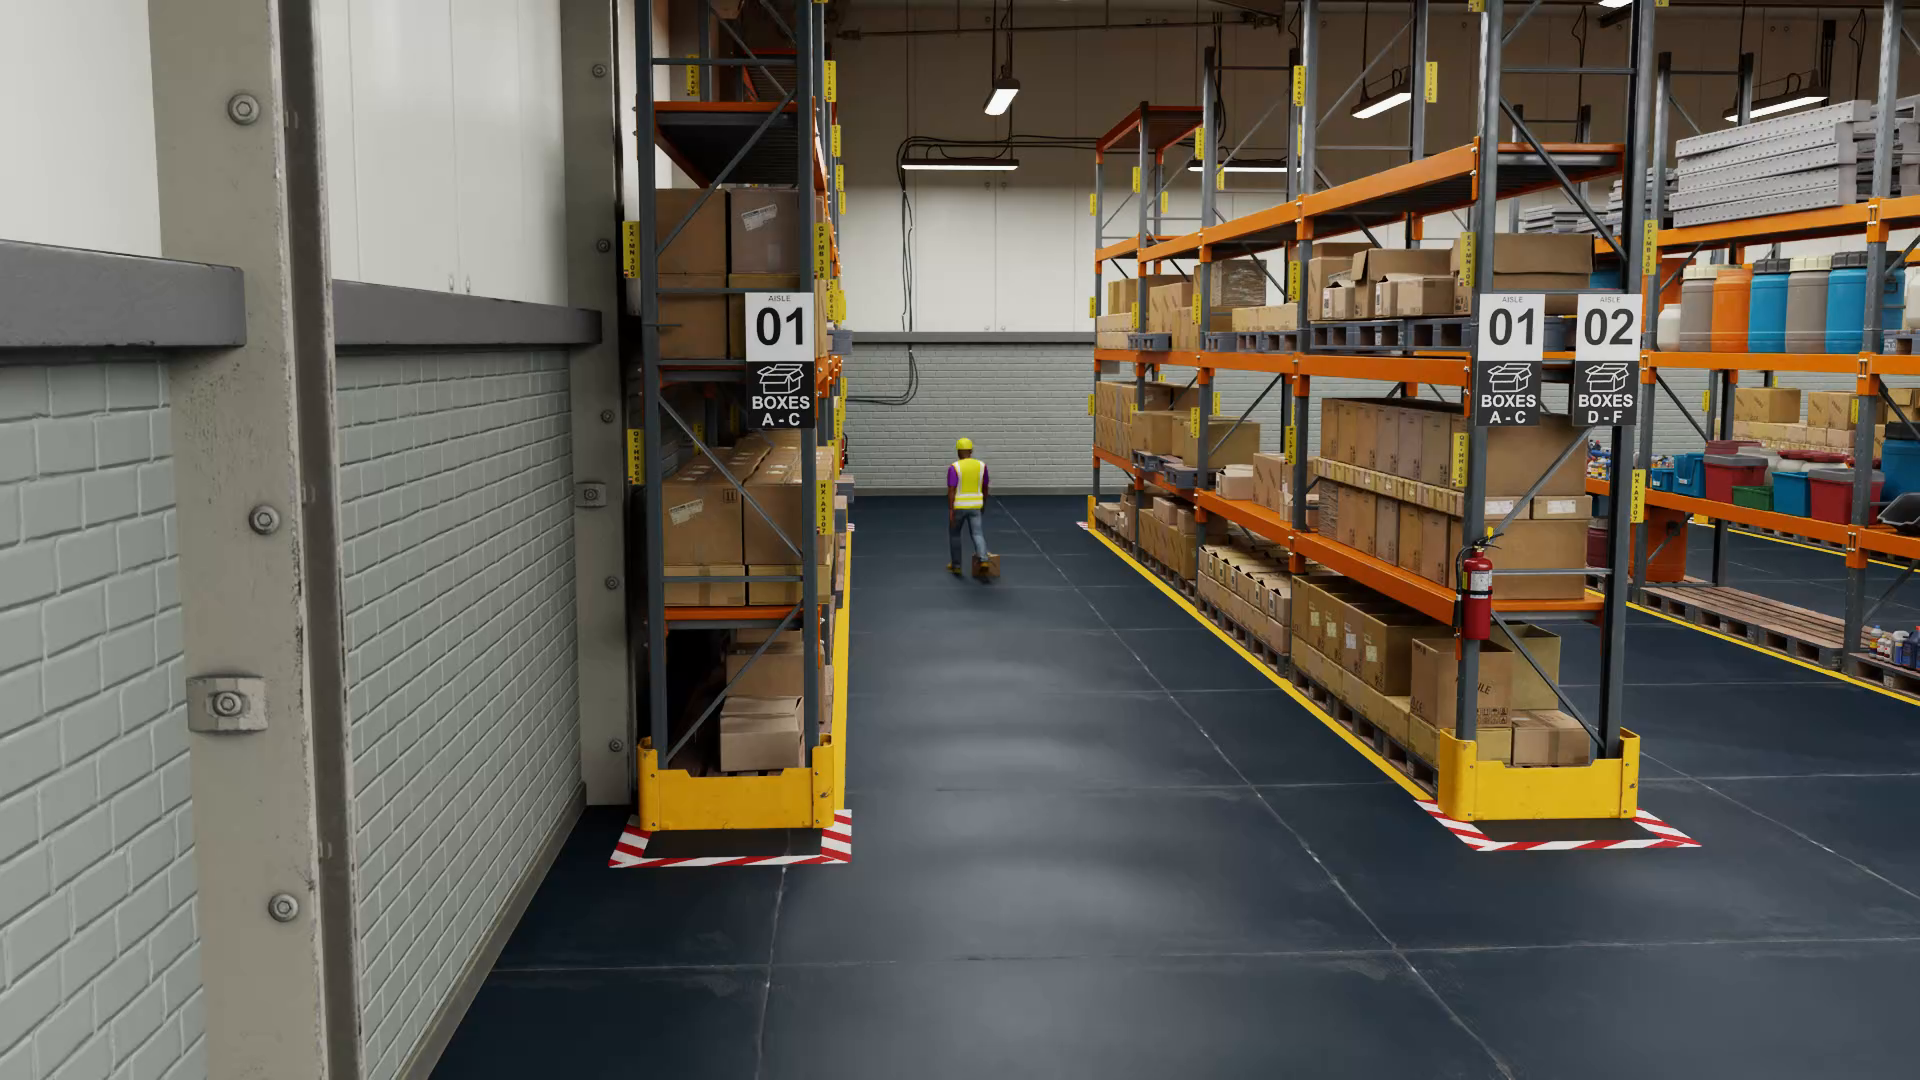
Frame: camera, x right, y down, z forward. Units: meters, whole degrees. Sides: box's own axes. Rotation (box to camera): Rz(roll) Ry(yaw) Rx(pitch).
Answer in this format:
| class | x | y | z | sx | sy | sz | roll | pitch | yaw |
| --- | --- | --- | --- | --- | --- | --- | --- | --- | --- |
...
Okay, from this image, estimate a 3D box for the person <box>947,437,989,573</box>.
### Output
| class | x | y | z | sx | sy | sz | roll | pitch | yaw |
| --- | --- | --- | --- | --- | --- | --- | --- | --- | --- |
| person | 0.094 | -0.414 | 20.646 | 0.573 | 1.715 | 1.024 | -2 | 7 | -17 |
